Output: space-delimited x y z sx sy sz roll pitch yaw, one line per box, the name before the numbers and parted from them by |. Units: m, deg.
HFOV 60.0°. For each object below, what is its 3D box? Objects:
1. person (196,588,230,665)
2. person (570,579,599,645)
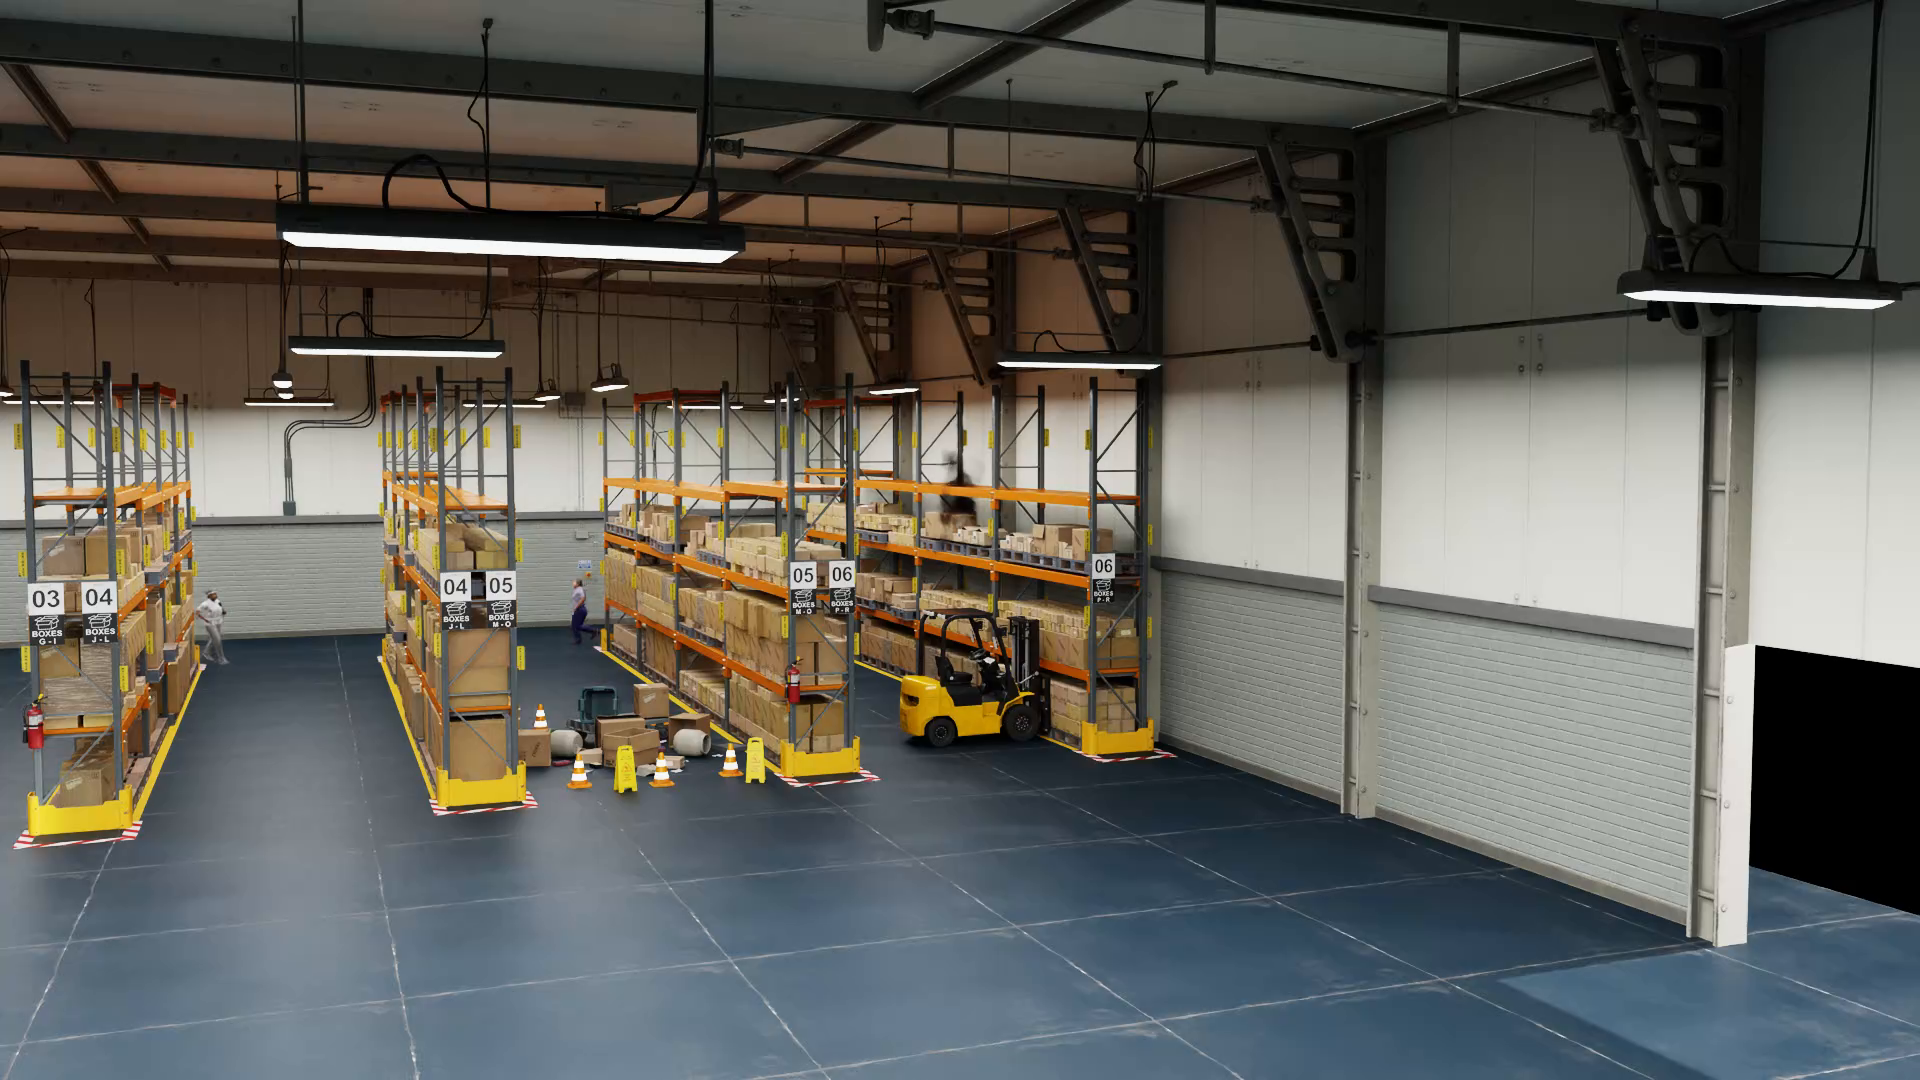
person | -16.698 1.927 37.121 0.807 1.741 0.584 1 4 18
person | -9.192 1.766 40.611 0.668 1.651 0.622 -1 4 -15
